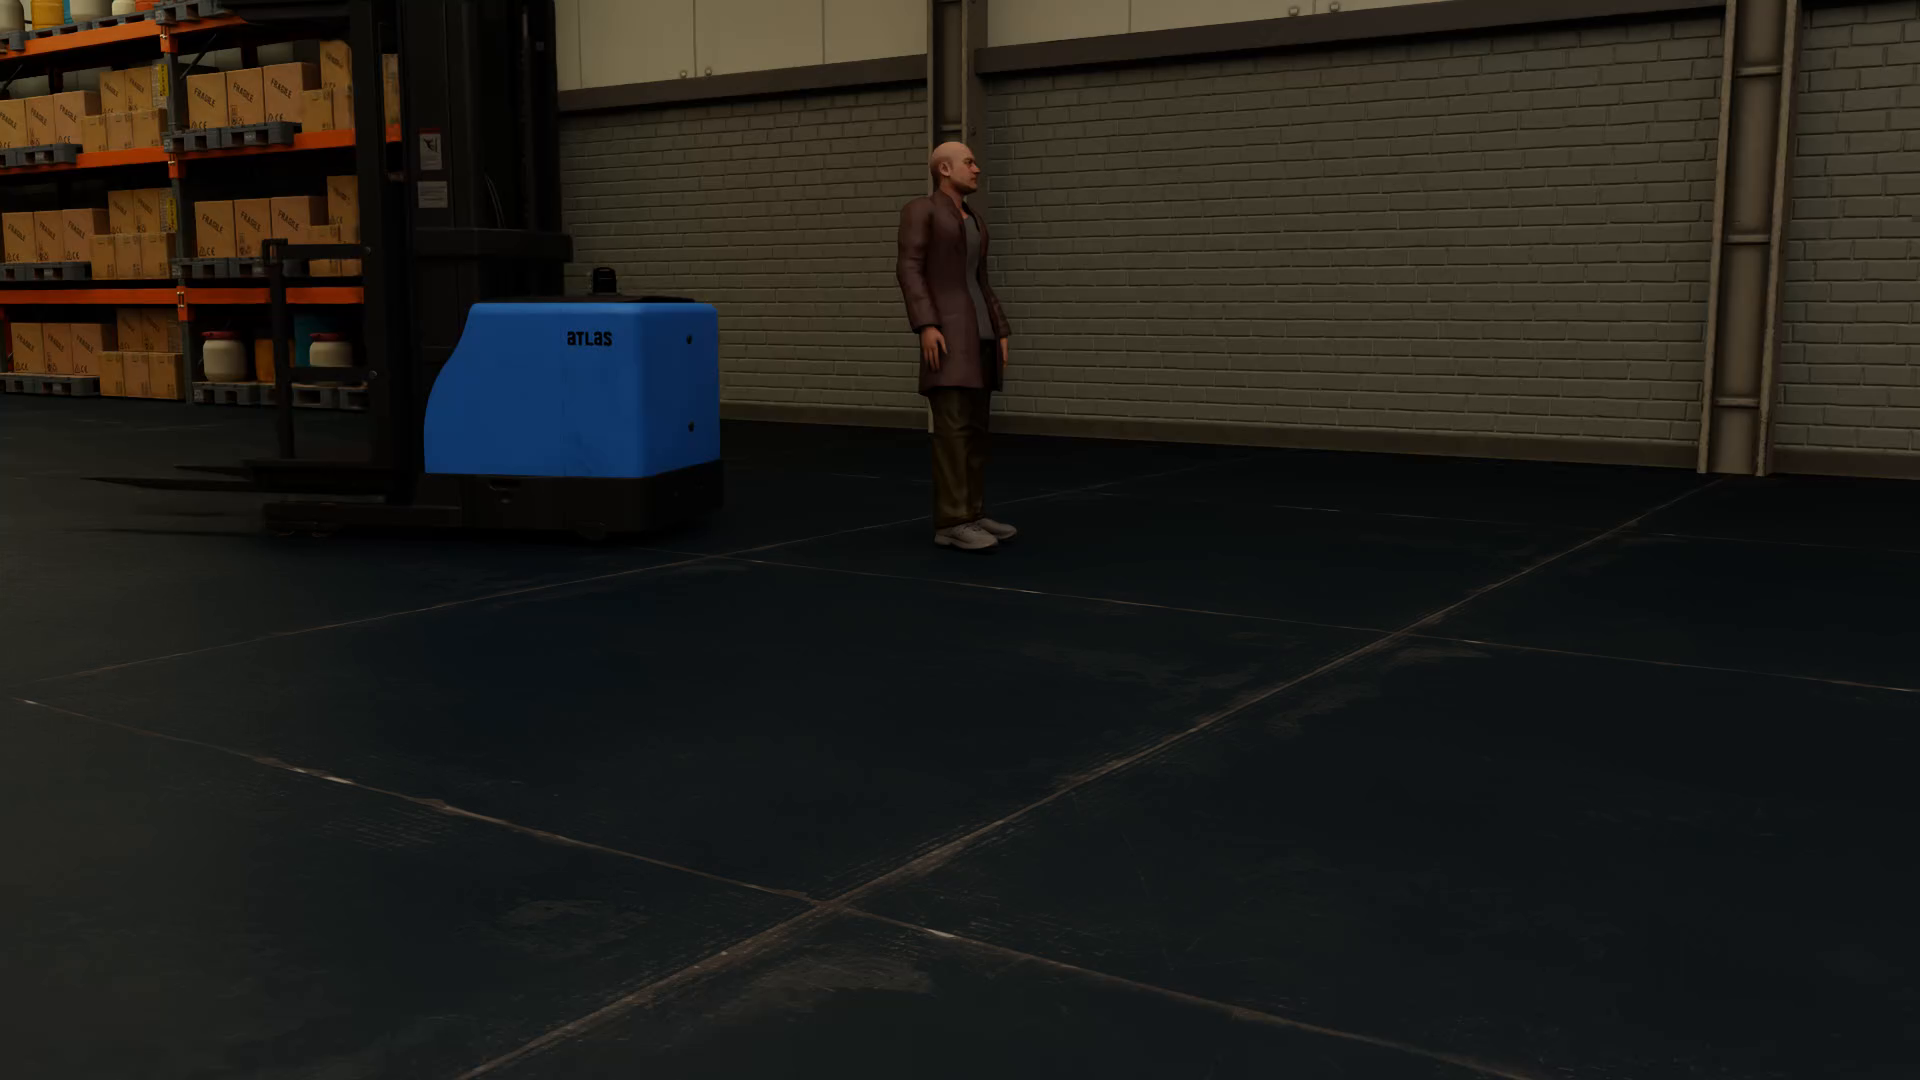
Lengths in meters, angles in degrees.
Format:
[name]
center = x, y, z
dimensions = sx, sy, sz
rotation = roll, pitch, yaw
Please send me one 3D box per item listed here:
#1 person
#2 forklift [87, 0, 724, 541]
[person]
center = 0.074, -0.880, 7.424
dimensions = 0.579, 1.777, 0.698
rotation = 5, 10, 34
[forklift]
center = -2.740, -1.531, 7.956
dimensions = 3.031, 2.935, 1.130
rotation = 2, 8, 13
